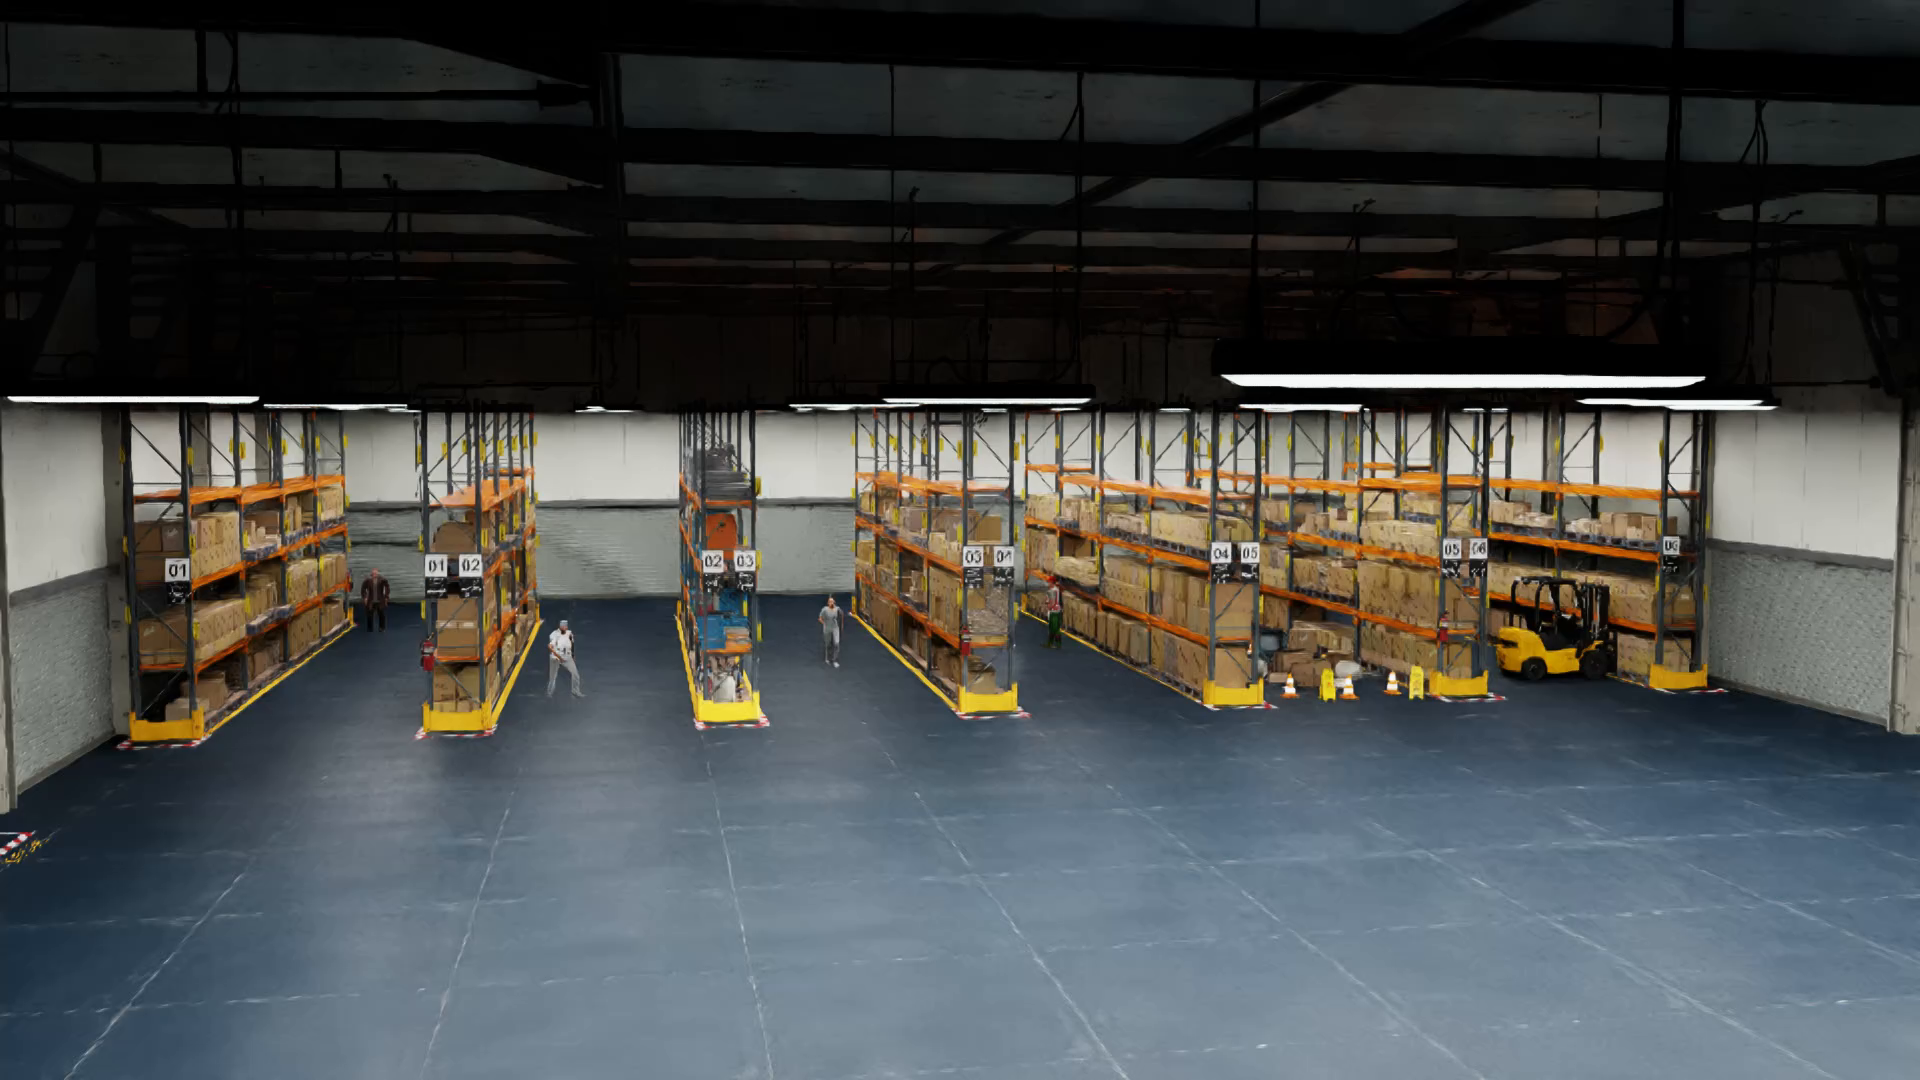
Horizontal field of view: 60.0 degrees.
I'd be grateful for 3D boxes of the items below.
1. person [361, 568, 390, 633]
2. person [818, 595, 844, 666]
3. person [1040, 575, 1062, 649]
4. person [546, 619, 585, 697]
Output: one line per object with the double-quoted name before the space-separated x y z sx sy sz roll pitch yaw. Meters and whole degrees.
"person" -15.324 1.574 43.607 0.724 1.733 0.546 -1 4 -13
"person" -2.947 2.049 38.059 0.589 1.600 0.820 0 4 -5
"person" 2.231 1.751 40.636 0.588 1.784 0.666 1 4 12
"person" -8.037 2.378 33.669 0.660 1.596 0.811 -2 5 -29
